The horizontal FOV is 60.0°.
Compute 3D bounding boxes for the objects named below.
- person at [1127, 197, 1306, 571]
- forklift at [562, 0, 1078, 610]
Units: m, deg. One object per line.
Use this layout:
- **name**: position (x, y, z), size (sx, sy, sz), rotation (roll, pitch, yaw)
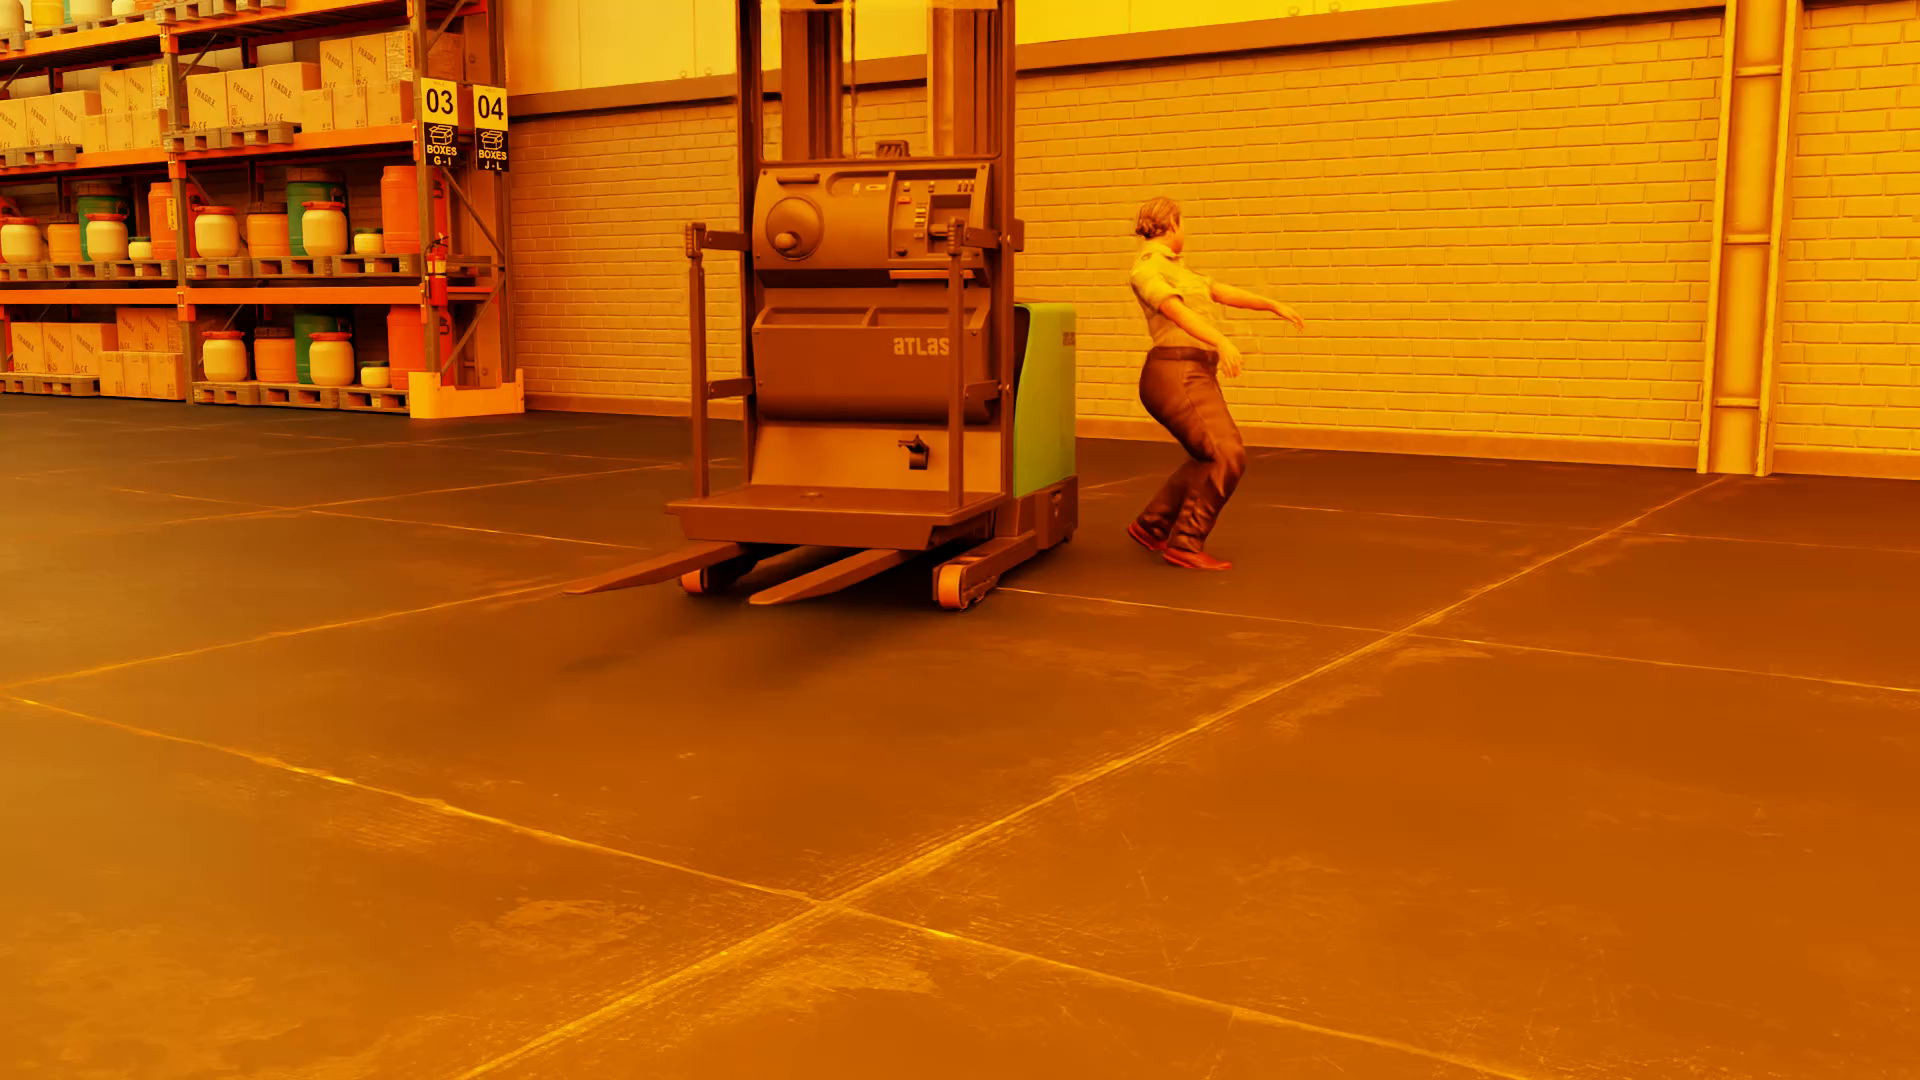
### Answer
- **person**: position (1.012, -0.619, 6.881), size (0.718, 1.591, 0.836), rotation (3, 9, 19)
- **forklift**: position (-0.404, -1.266, 6.094), size (1.130, 2.935, 3.031), rotation (3, 8, 18)
